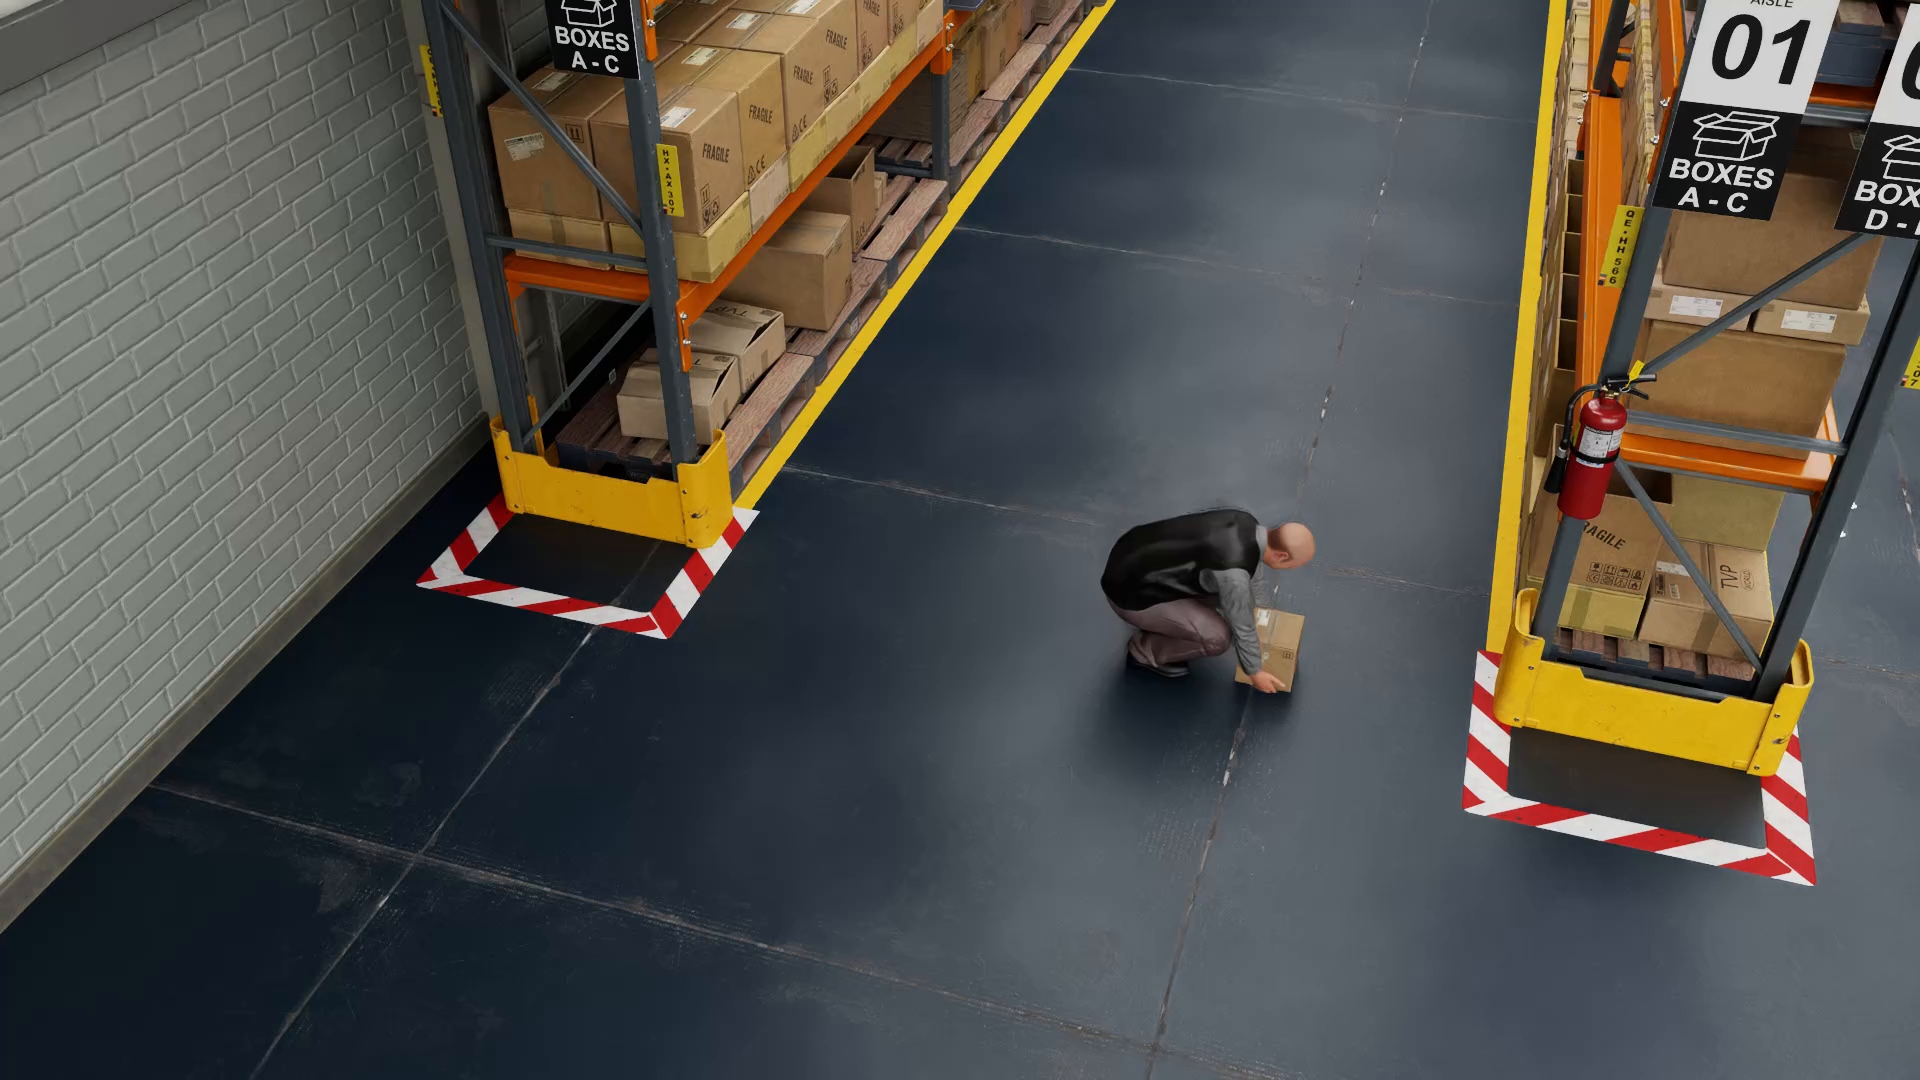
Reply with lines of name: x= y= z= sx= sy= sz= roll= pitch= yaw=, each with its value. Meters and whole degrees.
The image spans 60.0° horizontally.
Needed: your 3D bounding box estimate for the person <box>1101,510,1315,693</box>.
person: x=1.090 y=0.239 z=7.432 sx=0.898 sy=0.829 sz=0.528 roll=11 pitch=38 yaw=14
